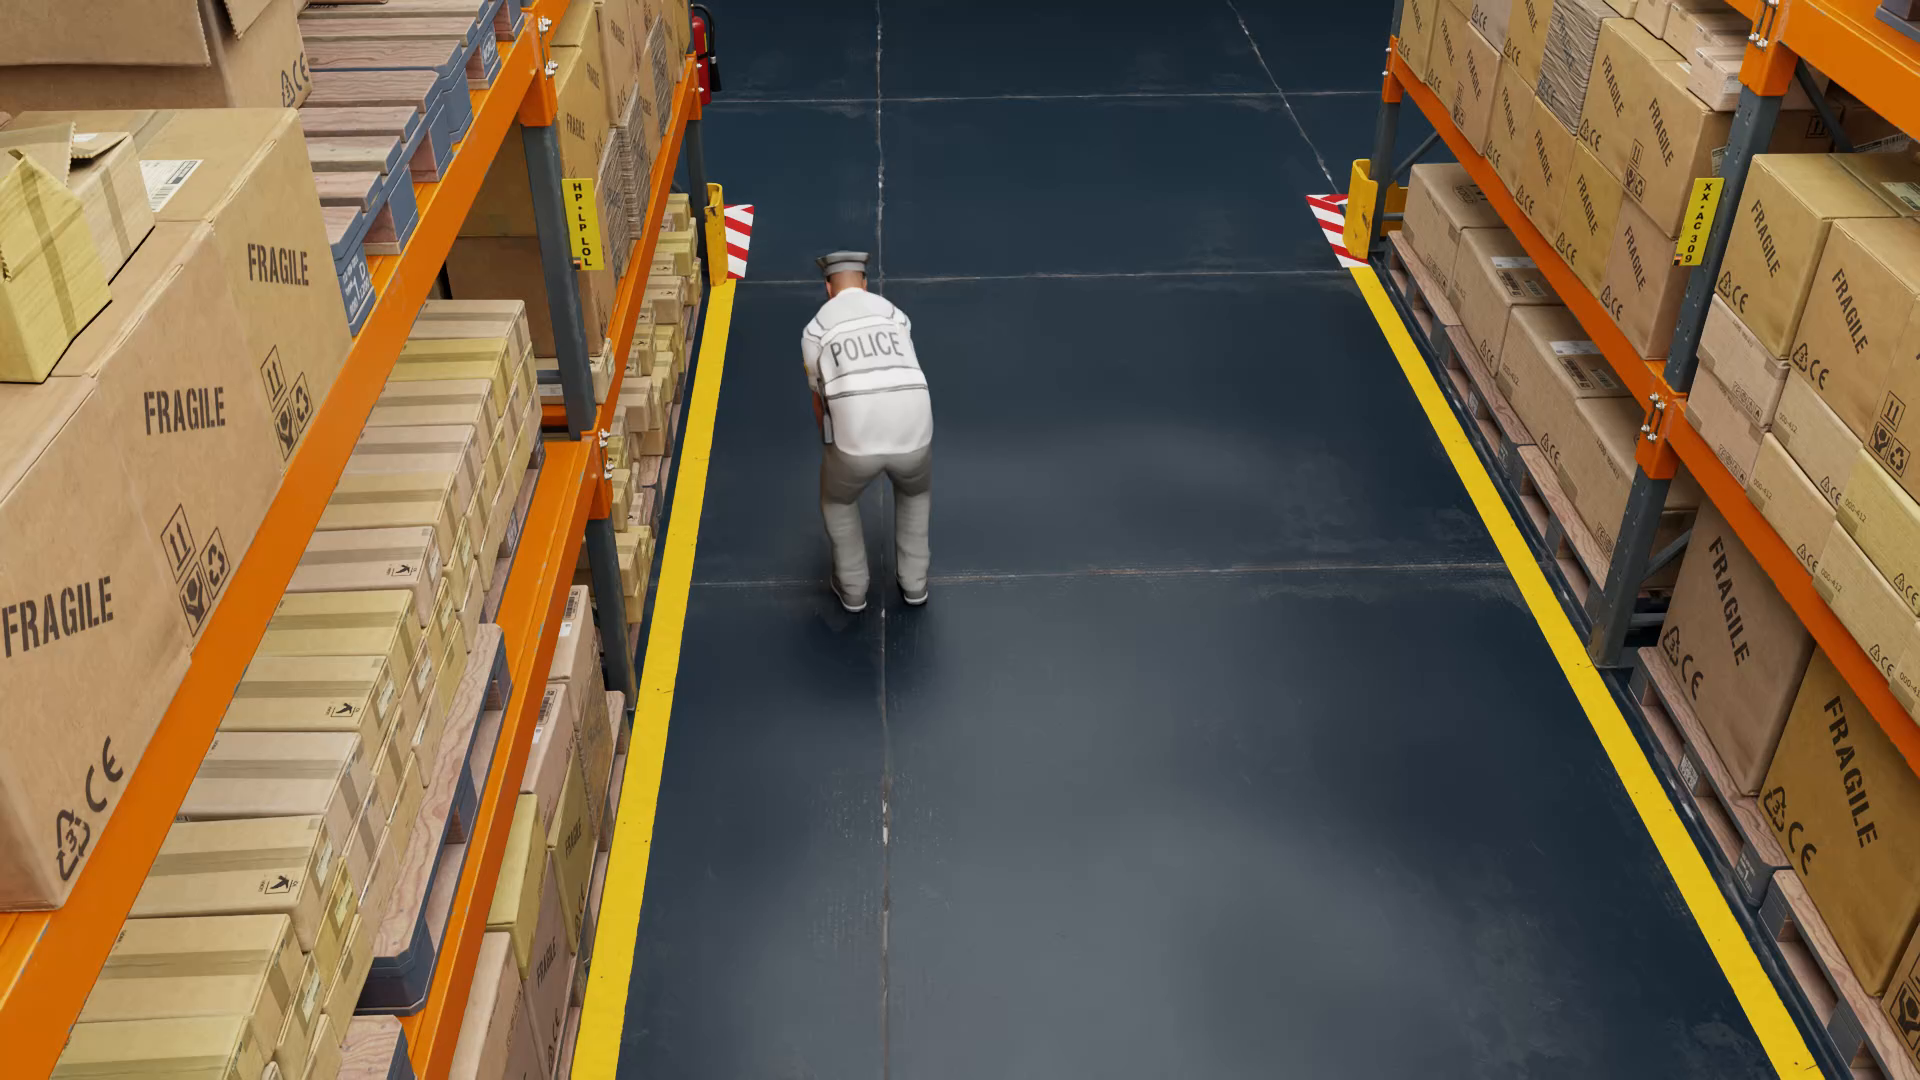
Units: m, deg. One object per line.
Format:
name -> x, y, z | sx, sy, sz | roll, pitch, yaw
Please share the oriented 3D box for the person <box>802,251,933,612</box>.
person -> -0.396, -0.464, 7.106 | 0.490, 1.408, 0.955 | -8, 36, -11
